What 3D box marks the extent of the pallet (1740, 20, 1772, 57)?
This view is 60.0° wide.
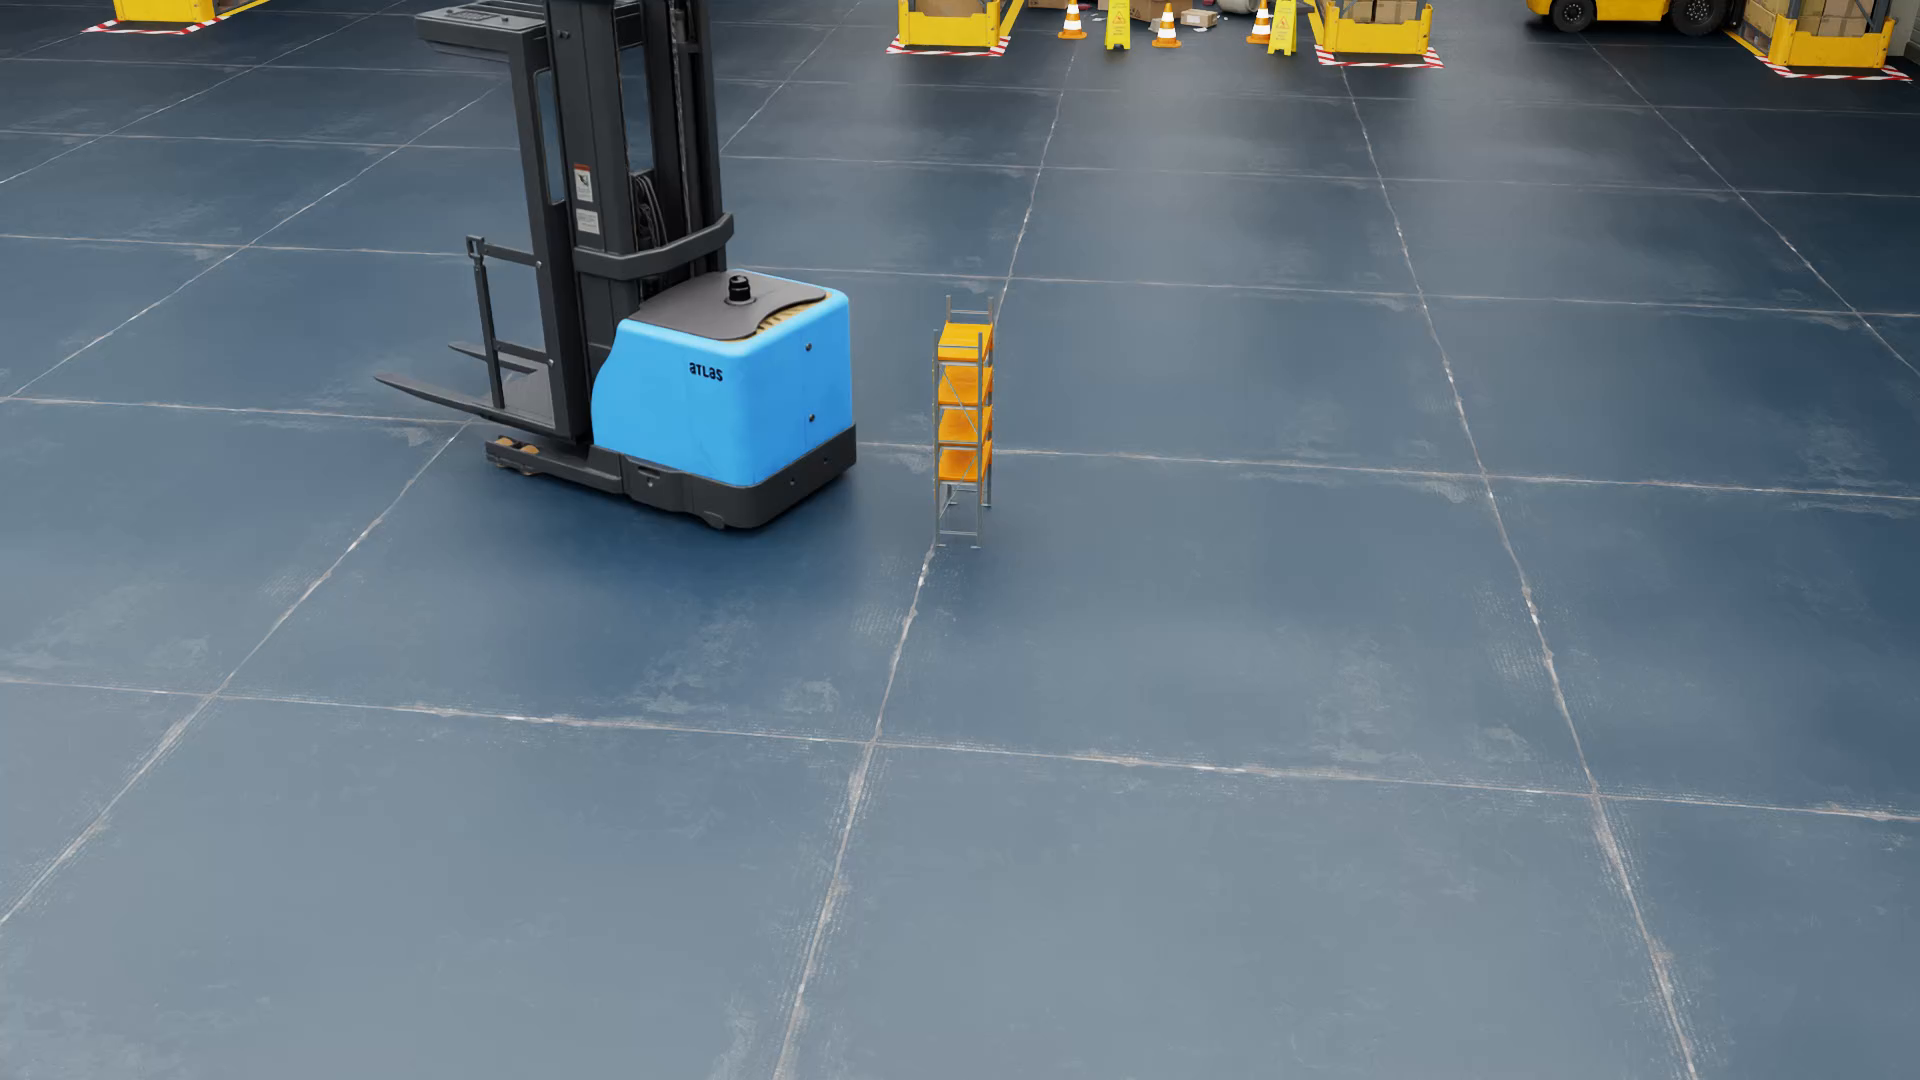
[{"bbox_3d":[9.782,-5.827,19.344,1.003,0.211,1.213,3,28,6],"label":"pallet"}]

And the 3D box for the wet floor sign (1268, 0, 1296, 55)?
[{"bbox_3d":[3.718,-5.916,19.050,0.267,0.644,0.232,14,31,24],"label":"wet floor sign"}]

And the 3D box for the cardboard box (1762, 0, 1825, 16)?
[{"bbox_3d":[9.480,-6.134,18.903,0.500,0.250,0.500,3,28,6],"label":"cardboard box"}]

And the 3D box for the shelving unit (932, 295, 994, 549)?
[{"bbox_3d":[0.020,-0.606,8.610,0.258,1.200,0.503,3,28,6],"label":"shelving unit"}]

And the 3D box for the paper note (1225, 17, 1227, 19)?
[{"bbox_3d":[3.344,-6.561,20.918,0.032,0.001,0.123,3,28,6],"label":"paper note"}]

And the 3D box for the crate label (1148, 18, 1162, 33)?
[{"bbox_3d":[2.467,-6.275,20.252,0.250,0.136,0.298,-11,30,-20],"label":"crate label"}]

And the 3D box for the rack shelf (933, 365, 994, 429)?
[{"bbox_3d":[0.020,-0.744,8.536,0.258,0.148,0.480,3,28,6],"label":"rack shelf"}]

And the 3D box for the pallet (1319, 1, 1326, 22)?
[{"bbox_3d":[5.099,-6.740,21.039,1.003,0.211,1.213,3,28,6],"label":"pallet"}]

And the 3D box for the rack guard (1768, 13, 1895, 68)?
[{"bbox_3d":[9.727,-5.581,18.582,1.175,0.500,0.348,3,28,6],"label":"rack guard"}]

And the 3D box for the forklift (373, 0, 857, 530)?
[{"bbox_3d":[-2.112,-1.853,9.100,3.031,2.935,1.130,16,32,27],"label":"forklift"}]

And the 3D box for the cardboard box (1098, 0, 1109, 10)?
[{"bbox_3d":[1.986,-6.982,21.431,0.396,0.266,0.258,8,29,15],"label":"cardboard box"}]

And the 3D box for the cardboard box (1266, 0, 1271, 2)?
[{"bbox_3d":[3.812,-7.337,21.840,0.500,0.500,0.500,-24,36,-37],"label":"cardboard box"}]

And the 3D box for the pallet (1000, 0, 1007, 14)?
[{"bbox_3d":[0.051,-6.945,21.419,1.003,0.211,1.213,3,28,6],"label":"pallet"}]

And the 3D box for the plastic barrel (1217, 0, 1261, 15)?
[{"bbox_3d":[3.554,-6.905,21.121,0.421,0.421,0.512,-24,36,-37],"label":"plastic barrel"}]

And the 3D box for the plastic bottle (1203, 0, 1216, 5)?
[{"bbox_3d":[3.274,-7.070,21.809,0.133,0.061,0.283,8,29,15],"label":"plastic bottle"}]

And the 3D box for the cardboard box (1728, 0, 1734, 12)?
[{"bbox_3d":[9.656,-6.621,20.333,0.500,0.250,0.500,4,29,8],"label":"cardboard box"}]

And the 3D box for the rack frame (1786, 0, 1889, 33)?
[{"bbox_3d":[9.730,-6.693,18.010,1.000,3.000,0.127,3,28,6],"label":"rack frame"}]

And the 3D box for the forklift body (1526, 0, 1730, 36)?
[{"bbox_3d":[8.152,-7.318,20.065,2.313,2.155,1.214,3,28,6],"label":"forklift body"}]

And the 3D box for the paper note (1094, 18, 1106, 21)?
[{"bbox_3d":[1.750,-6.531,20.843,0.144,0.017,0.142,14,31,24],"label":"paper note"}]

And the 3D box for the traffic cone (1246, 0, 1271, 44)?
[{"bbox_3d":[3.576,-6.140,19.659,0.336,0.463,0.334,3,28,6],"label":"traffic cone"}]

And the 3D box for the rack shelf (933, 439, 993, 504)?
[{"bbox_3d":[0.020,-0.372,8.736,0.258,0.148,0.480,3,28,6],"label":"rack shelf"}]

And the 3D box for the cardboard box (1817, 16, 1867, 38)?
[{"bbox_3d":[9.984,-5.887,18.971,0.500,0.250,0.500,3,29,6],"label":"cardboard box"}]

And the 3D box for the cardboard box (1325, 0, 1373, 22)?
[{"bbox_3d":[4.638,-6.361,19.851,0.500,0.250,0.500,3,28,6],"label":"cardboard box"}]

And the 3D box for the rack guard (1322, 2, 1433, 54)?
[{"bbox_3d":[4.813,-5.915,19.201,1.175,0.500,0.348,3,28,6],"label":"rack guard"}]

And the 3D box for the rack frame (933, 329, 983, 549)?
[{"bbox_3d":[-0.010,-0.491,8.397,0.240,1.200,0.015,3,28,6],"label":"rack frame"}]

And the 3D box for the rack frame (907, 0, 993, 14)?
[{"bbox_3d":[-0.122,-7.219,18.988,1.000,3.000,0.127,3,28,6],"label":"rack frame"}]

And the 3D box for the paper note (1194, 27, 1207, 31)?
[{"bbox_3d":[2.944,-6.233,20.287,0.148,0.019,0.142,-6,29,-11],"label":"paper note"}]

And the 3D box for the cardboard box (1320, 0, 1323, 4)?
[{"bbox_3d":[4.765,-6.840,20.740,0.500,0.250,0.500,2,28,4],"label":"cardboard box"}]

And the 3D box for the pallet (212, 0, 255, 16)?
[{"bbox_3d":[-9.880,-7.036,21.588,1.003,0.211,1.213,3,28,6],"label":"pallet"}]

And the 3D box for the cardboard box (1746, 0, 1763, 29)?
[{"bbox_3d":[9.545,-6.140,19.441,0.500,0.250,0.500,3,28,6],"label":"cardboard box"}]
